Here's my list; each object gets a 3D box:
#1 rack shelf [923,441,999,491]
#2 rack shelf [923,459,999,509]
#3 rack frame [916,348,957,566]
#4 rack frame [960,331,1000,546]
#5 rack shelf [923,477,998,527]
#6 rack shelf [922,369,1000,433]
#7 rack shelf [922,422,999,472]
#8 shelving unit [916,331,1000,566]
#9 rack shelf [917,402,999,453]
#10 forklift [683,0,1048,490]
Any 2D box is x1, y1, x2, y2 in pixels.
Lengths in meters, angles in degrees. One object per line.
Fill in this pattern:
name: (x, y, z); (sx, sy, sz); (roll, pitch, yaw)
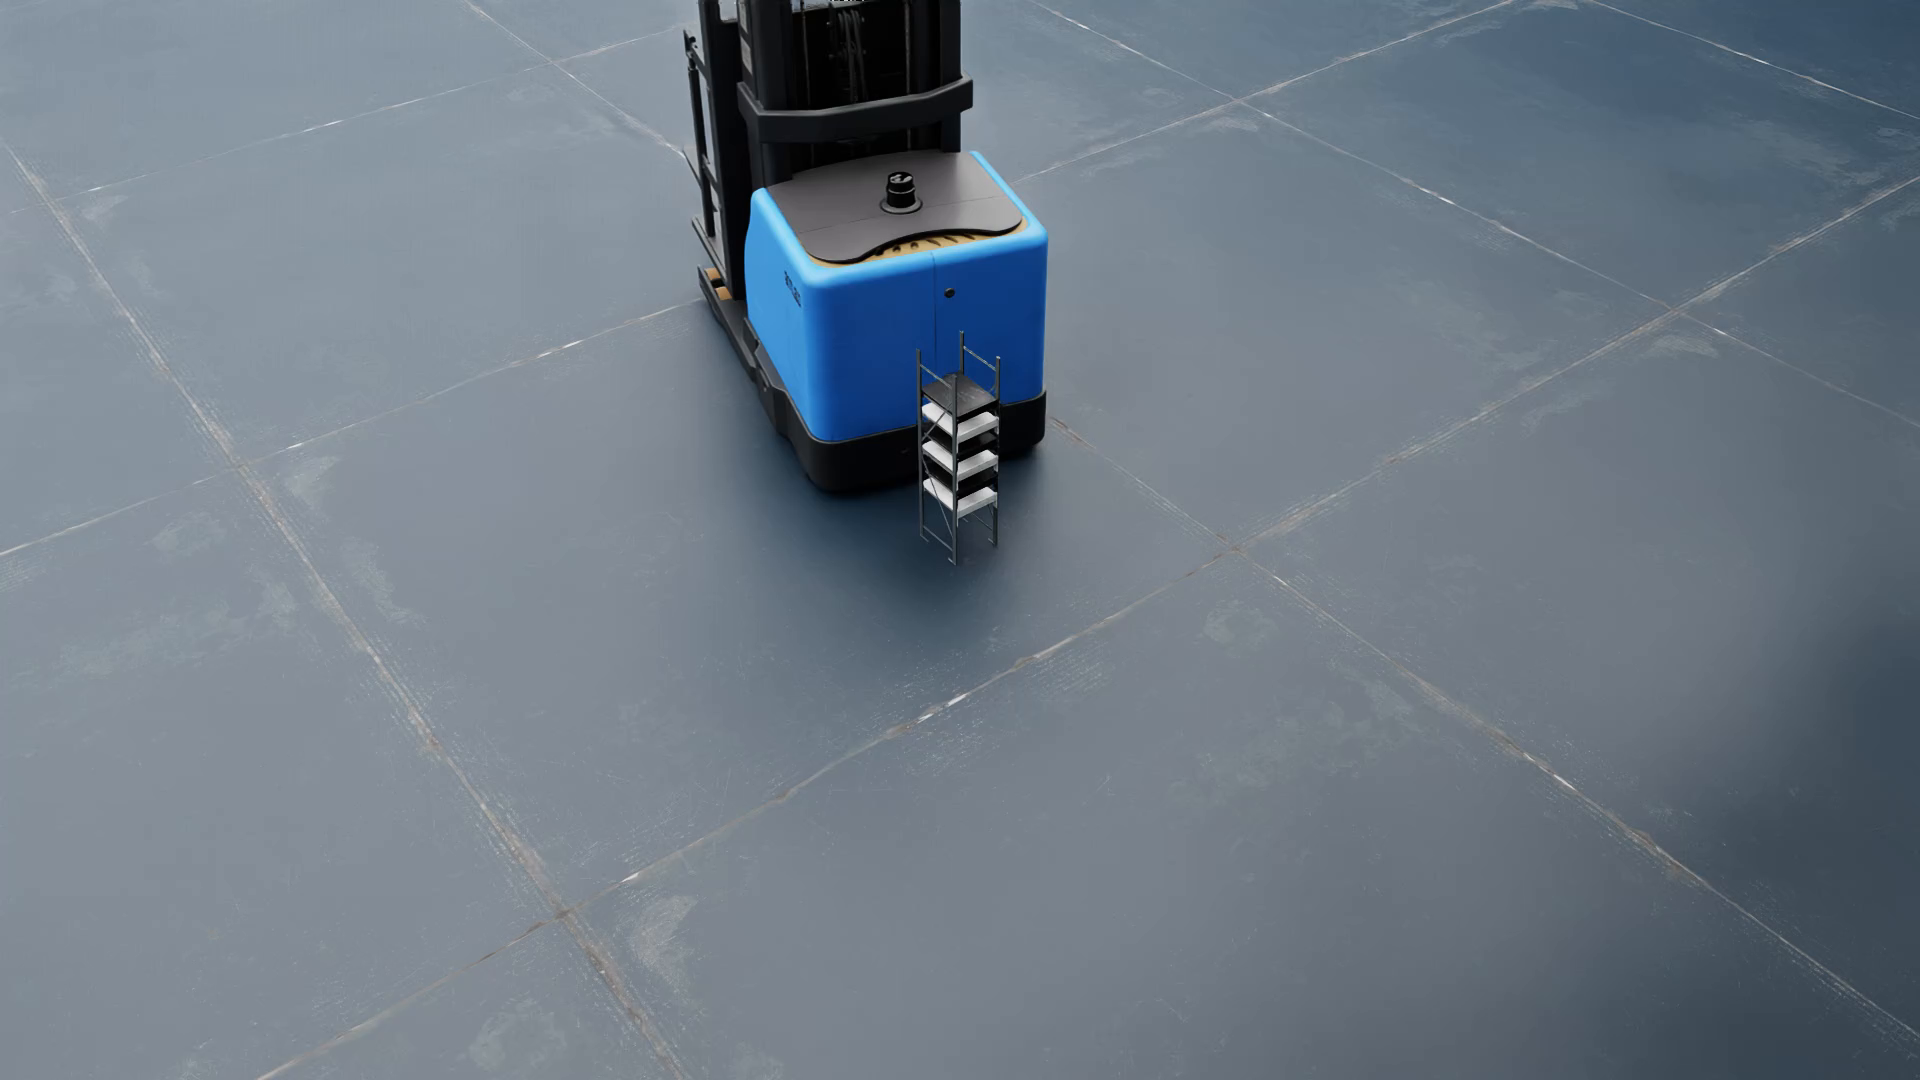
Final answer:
rack shelf: (-0.006, -0.319, 6.482); (0.200, 0.077, 0.258); (-26, 46, -28)
rack shelf: (-0.006, -0.249, 6.539); (0.200, 0.077, 0.258); (-26, 46, -28)
rack frame: (-0.087, -0.305, 6.413); (0.006, 0.900, 0.240); (-26, 46, -28)
rack frame: (0.074, -0.384, 6.509); (0.006, 0.900, 0.240); (-26, 46, -28)
rack shelf: (-0.006, -0.180, 6.596); (0.200, 0.077, 0.258); (-26, 46, -28)
rack shelf: (-0.006, -0.528, 6.311); (0.200, 0.077, 0.258); (-26, 46, -28)
rack shelf: (-0.006, -0.389, 6.425); (0.200, 0.077, 0.258); (-26, 46, -28)
shelving unit: (-0.006, -0.345, 6.461); (0.210, 0.900, 0.258); (-26, 46, -28)
rack shelf: (-0.006, -0.458, 6.368); (0.200, 0.077, 0.258); (-26, 46, -28)
forklift: (-0.638, -2.278, 7.216); (1.130, 2.935, 3.031); (-14, 41, -16)
